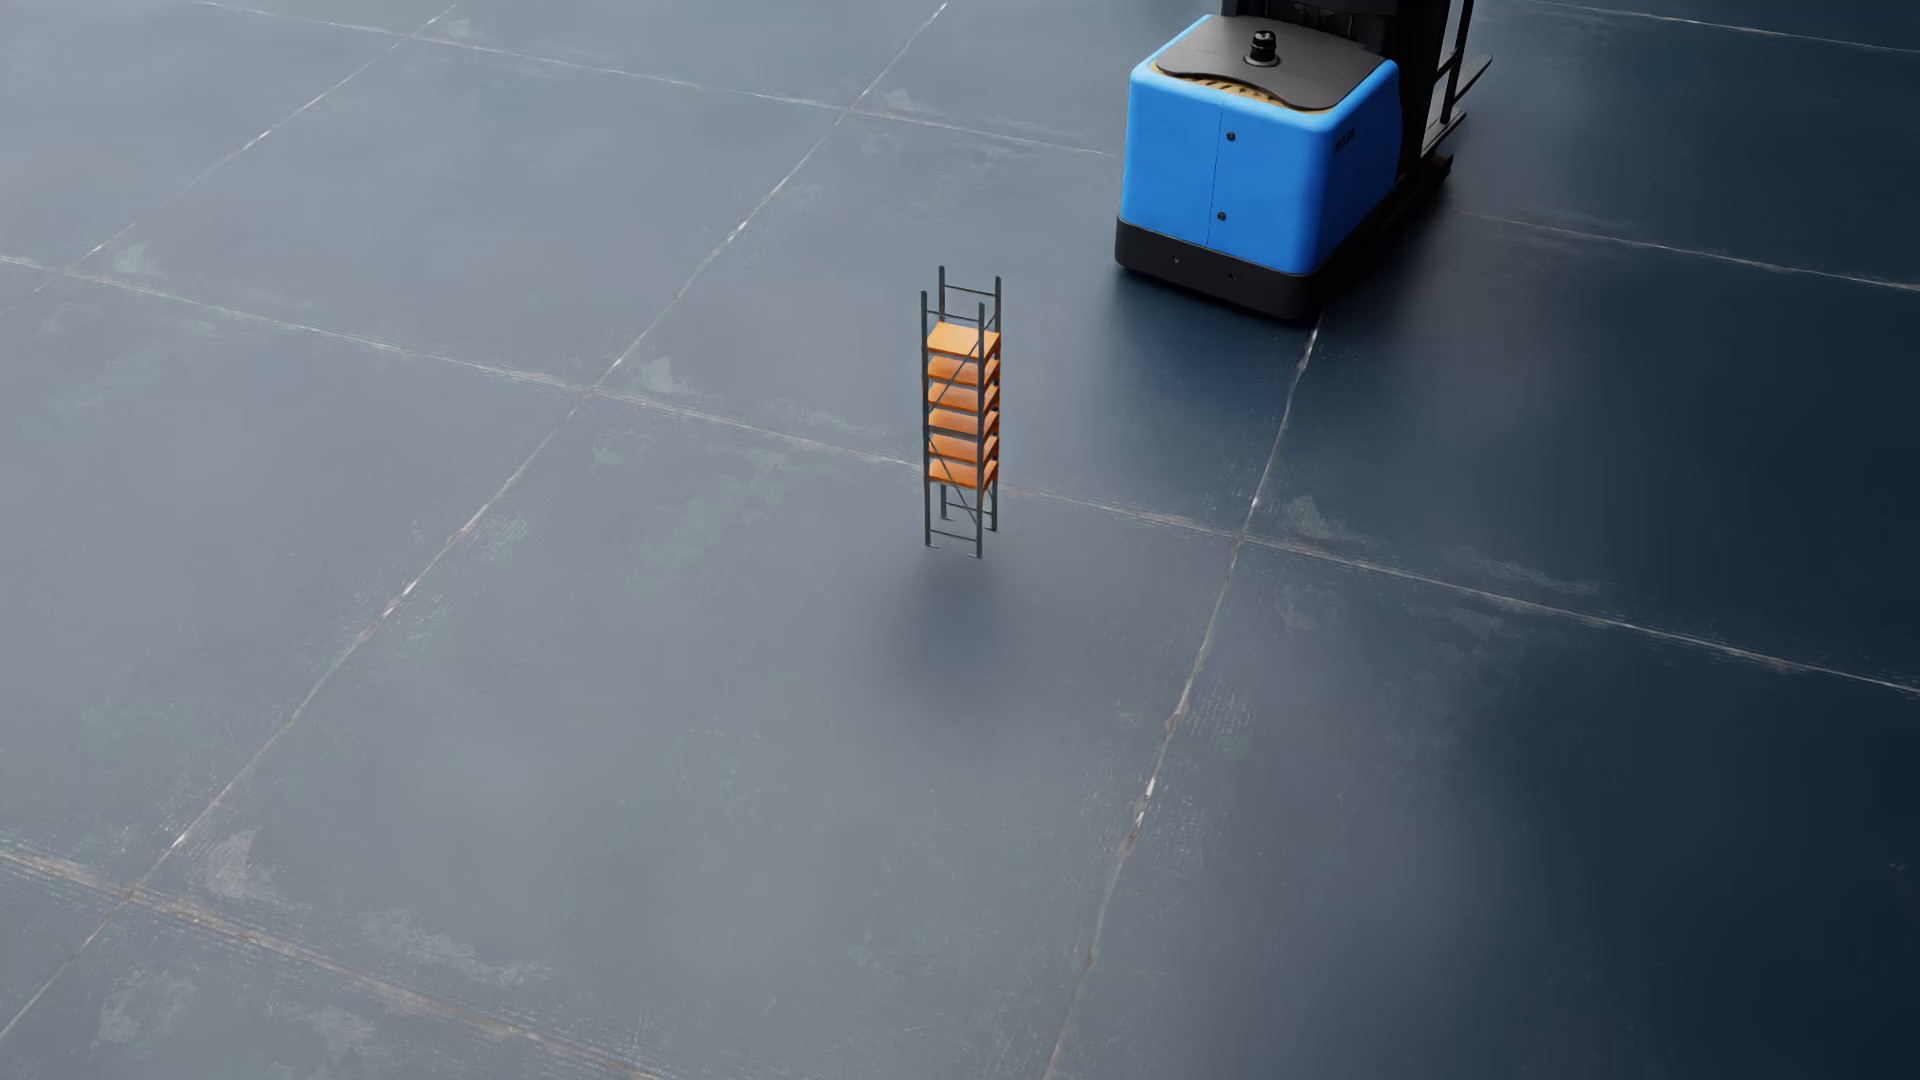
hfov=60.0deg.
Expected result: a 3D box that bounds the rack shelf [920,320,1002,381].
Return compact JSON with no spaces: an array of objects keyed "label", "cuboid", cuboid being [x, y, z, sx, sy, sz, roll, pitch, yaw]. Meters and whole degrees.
[{"label":"rack shelf","cuboid":[0.005,-0.705,6.166,0.258,0.103,0.180,13,42,15]}]

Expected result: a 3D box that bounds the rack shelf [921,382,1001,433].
[{"label":"rack shelf","cuboid":[0.005,-0.523,6.322,0.258,0.103,0.180,13,42,15]}]

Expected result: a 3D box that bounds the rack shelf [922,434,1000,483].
[{"label":"rack shelf","cuboid":[0.005,-0.340,6.478,0.258,0.103,0.180,13,42,15]}]

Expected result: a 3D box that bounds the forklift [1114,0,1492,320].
[{"label":"forklift","cuboid":[2.001,-3.081,8.103,1.130,2.935,3.031,23,46,25]}]

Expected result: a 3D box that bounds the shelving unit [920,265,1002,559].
[{"label":"shelving unit","cuboid":[0.005,-0.465,6.371,0.258,1.200,0.189,13,42,15]}]

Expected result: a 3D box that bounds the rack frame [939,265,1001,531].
[{"label":"rack frame","cuboid":[0.036,-0.521,6.436,0.240,1.200,0.006,13,42,15]}]

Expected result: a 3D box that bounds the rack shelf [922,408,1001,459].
[{"label":"rack shelf","cuboid":[0.005,-0.431,6.400,0.258,0.103,0.180,13,42,15]}]

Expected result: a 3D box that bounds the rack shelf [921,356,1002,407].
[{"label":"rack shelf","cuboid":[0.005,-0.614,6.244,0.258,0.103,0.180,13,42,15]}]

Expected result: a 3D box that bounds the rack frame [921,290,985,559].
[{"label":"rack frame","cuboid":[-0.026,-0.409,6.306,0.240,1.200,0.006,13,42,15]}]

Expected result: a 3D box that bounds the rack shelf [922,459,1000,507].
[{"label":"rack shelf","cuboid":[0.005,-0.249,6.556,0.258,0.103,0.180,13,42,15]}]
